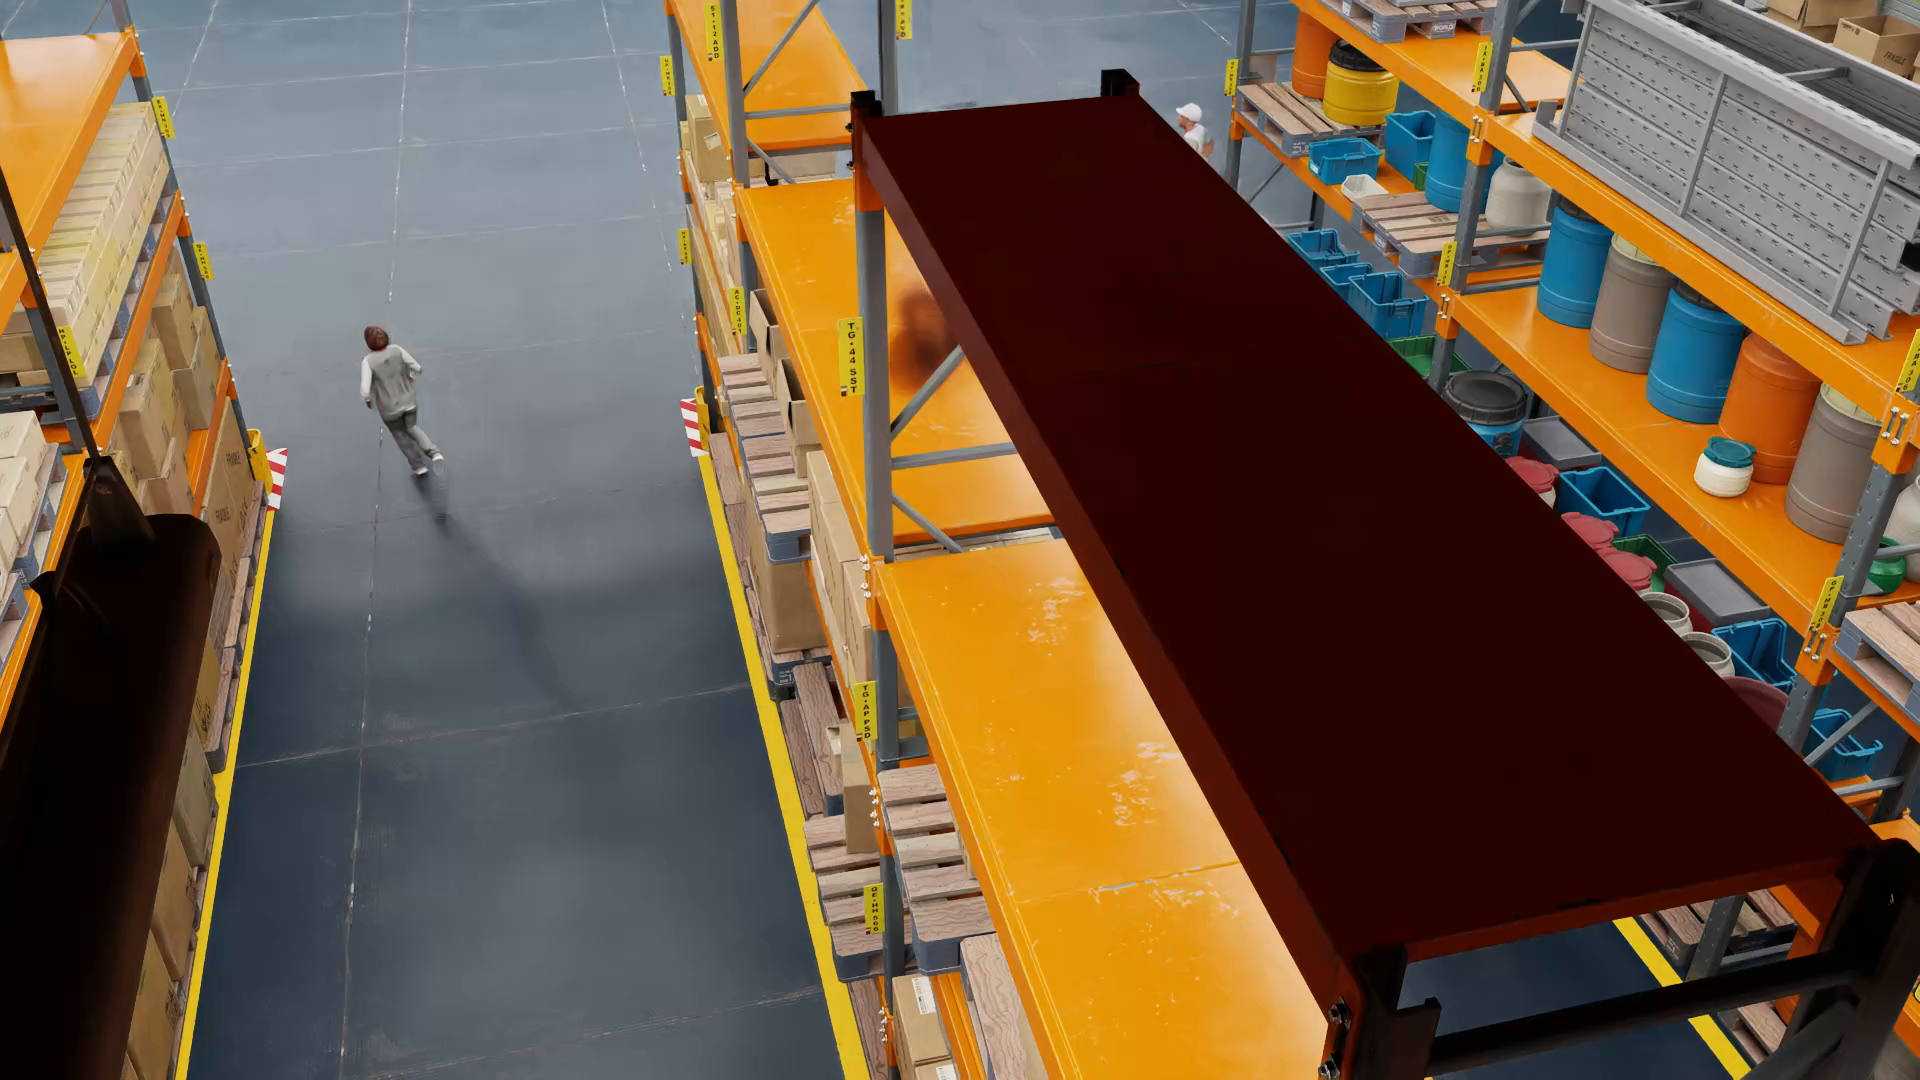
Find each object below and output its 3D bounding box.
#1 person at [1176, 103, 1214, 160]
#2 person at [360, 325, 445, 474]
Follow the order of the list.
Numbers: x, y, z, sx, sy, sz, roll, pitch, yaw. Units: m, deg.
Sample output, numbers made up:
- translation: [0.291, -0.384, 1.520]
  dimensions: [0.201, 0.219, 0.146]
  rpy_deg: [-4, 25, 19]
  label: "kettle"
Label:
- translation: [2.465, -3.968, 18.304]
  dimensions: [0.739, 1.739, 0.654]
  rpy_deg: [6, 35, 8]
  label: "person"
- translation: [-4.875, -1.134, 14.409]
  dimensions: [0.576, 1.580, 0.592]
  rpy_deg: [-29, 44, -35]
  label: "person"
